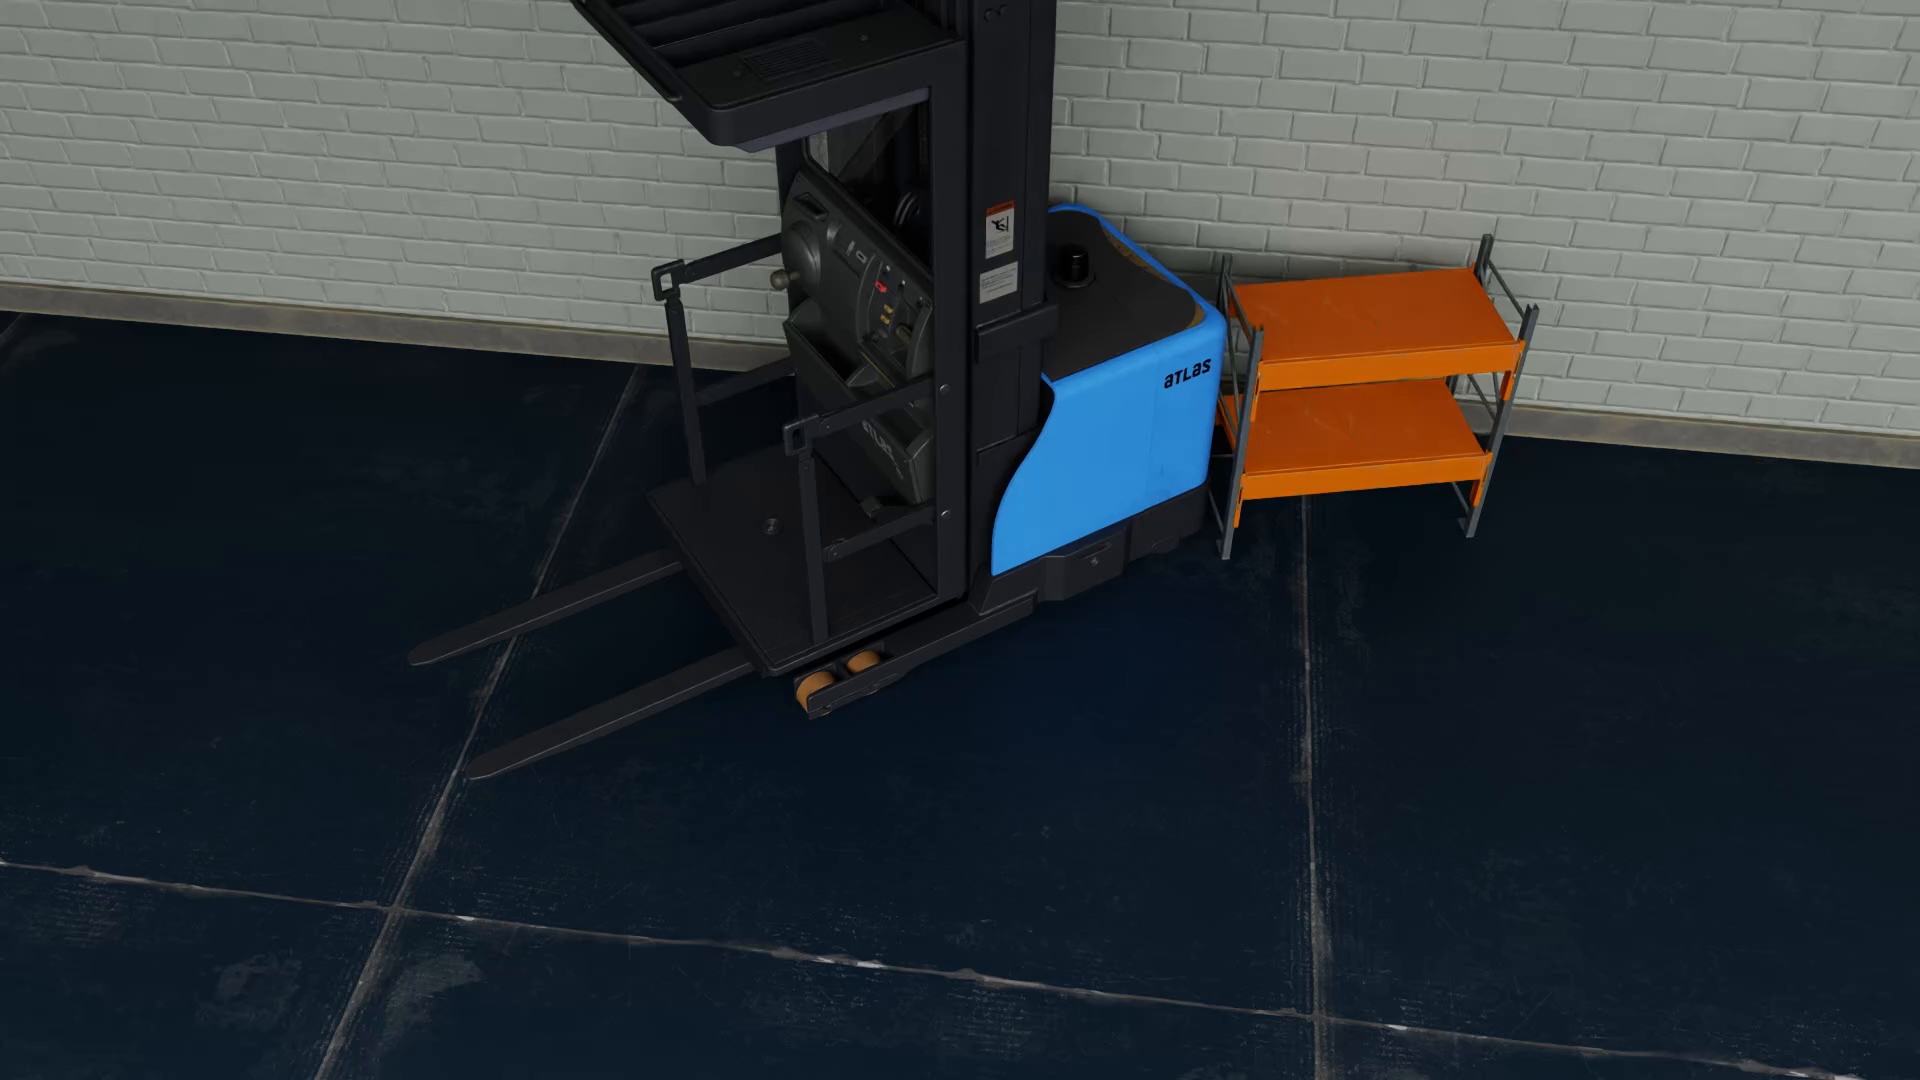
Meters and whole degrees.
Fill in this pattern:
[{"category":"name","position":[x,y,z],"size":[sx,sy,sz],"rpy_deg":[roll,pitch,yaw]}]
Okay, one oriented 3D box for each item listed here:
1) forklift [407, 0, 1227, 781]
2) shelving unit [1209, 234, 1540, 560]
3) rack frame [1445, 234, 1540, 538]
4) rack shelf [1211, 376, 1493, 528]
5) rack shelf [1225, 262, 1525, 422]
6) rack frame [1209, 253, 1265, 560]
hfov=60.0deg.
[{"category":"forklift","position":[-0.531,-0.839,5.504],"size":[3.031,2.935,1.130],"rpy_deg":[-23,48,-22]},{"category":"shelving unit","position":[1.538,-0.545,6.507],"size":[1.048,1.125,0.538],"rpy_deg":[-5,44,-5]},{"category":"rack frame","position":[2.042,-0.589,6.554],"size":[0.032,1.125,0.500],"rpy_deg":[-5,44,-5]},{"category":"rack shelf","position":[1.538,-0.367,6.675],"size":[1.000,0.278,0.538],"rpy_deg":[-5,44,-5]},{"category":"rack shelf","position":[1.538,-0.757,6.306],"size":[1.000,0.278,0.538],"rpy_deg":[-5,44,-5]},{"category":"rack frame","position":[1.034,-0.500,6.460],"size":[0.032,1.125,0.500],"rpy_deg":[-5,44,-5]}]
